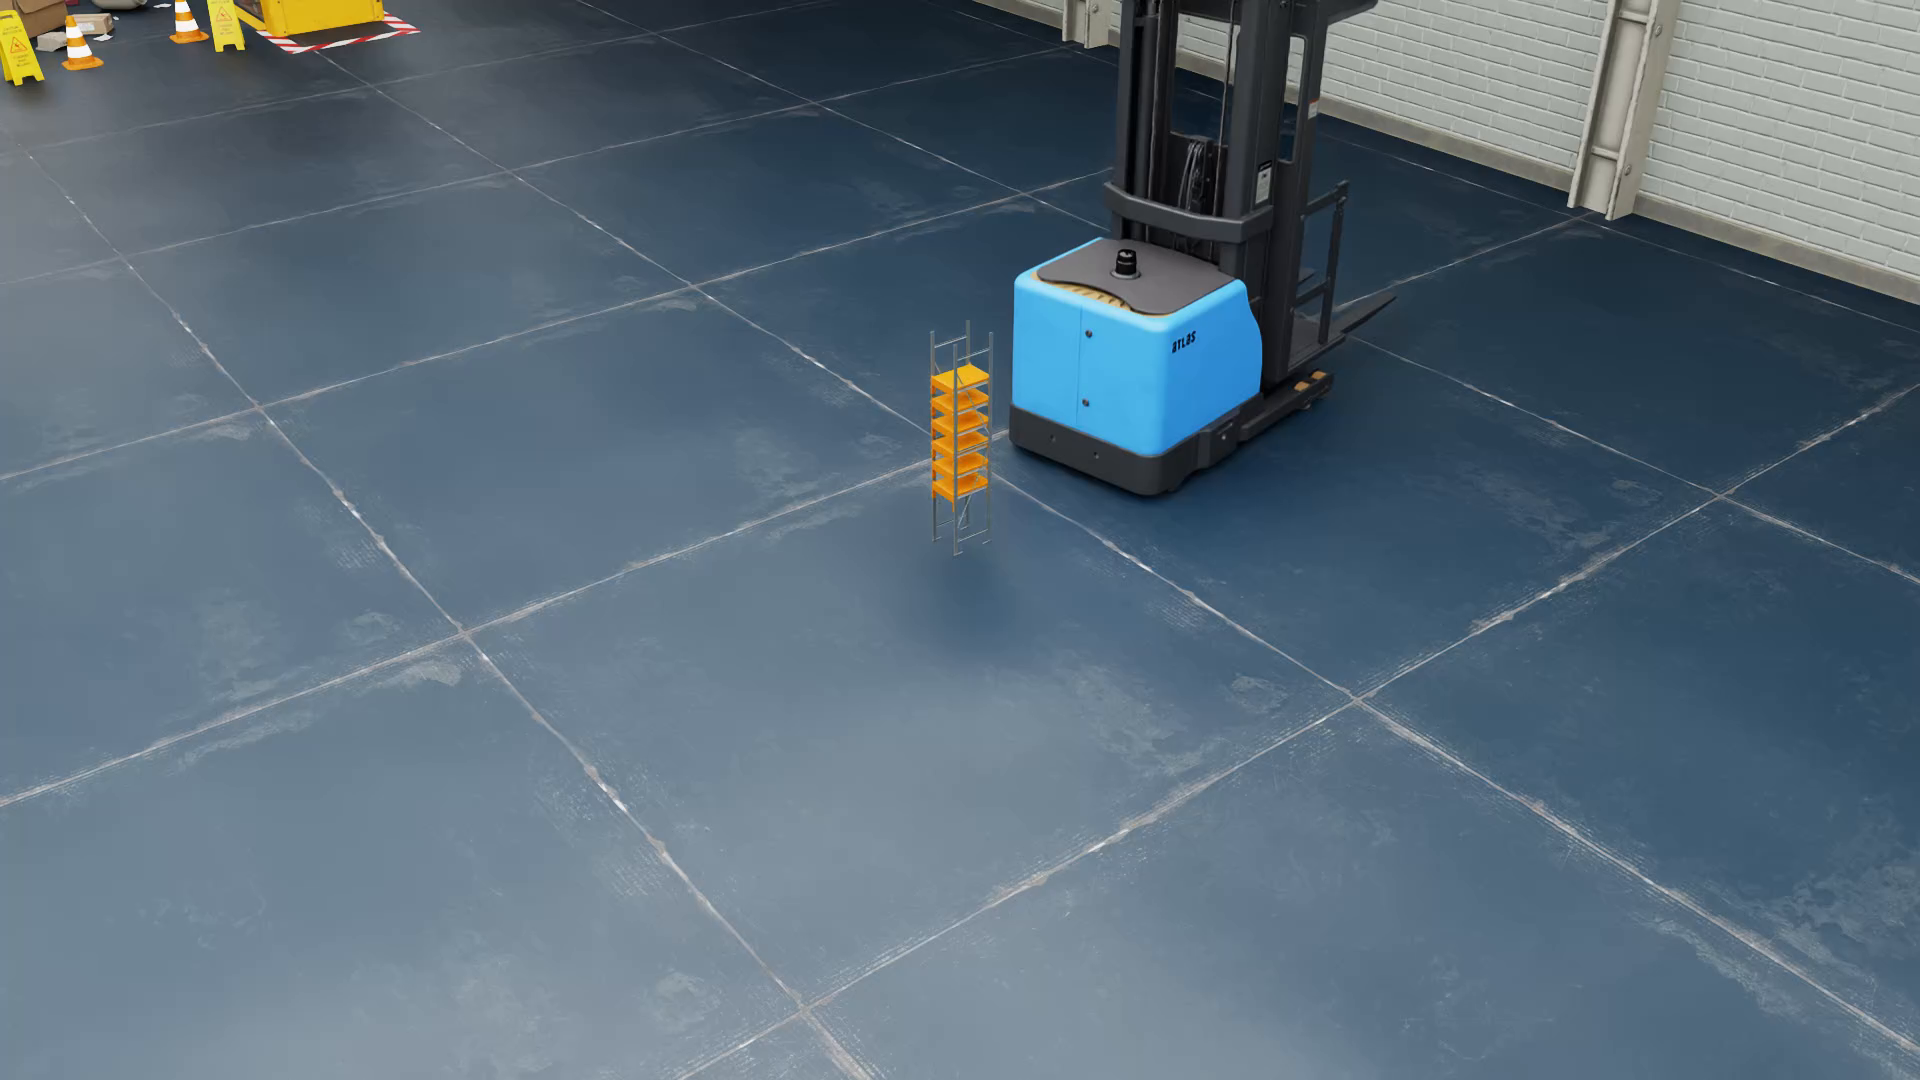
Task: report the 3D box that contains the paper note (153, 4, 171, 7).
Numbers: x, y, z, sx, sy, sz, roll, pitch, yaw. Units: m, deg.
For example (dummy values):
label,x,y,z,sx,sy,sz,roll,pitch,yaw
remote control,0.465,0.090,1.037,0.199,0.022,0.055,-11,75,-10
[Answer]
label,x,y,z,sx,sy,sz,roll,pitch,yaw
paper note,-8.671,-5.819,18.090,0.148,0.019,0.142,18,36,27

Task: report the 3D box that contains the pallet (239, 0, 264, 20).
label,x,y,z,sx,sy,sz,roll,pitch,yaw
pallet,-7.120,-5.848,17.966,1.003,0.211,1.213,-22,38,-31

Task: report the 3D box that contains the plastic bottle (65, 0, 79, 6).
label,x,y,z,sx,sy,sz,roll,pitch,yaw
plastic bottle,-9.746,-5.925,18.232,0.133,0.061,0.283,-16,35,-23

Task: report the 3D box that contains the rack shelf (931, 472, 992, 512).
label,x,y,z,sx,sy,sz,roll,pitch,yaw
rack shelf,0.009,-0.262,8.574,0.258,0.103,0.180,-22,38,-31

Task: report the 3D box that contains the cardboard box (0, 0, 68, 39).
label,x,y,z,sx,sy,sz,roll,pitch,yaw
cardboard box,-9.680,-5.503,17.134,0.637,0.503,0.797,6,32,10

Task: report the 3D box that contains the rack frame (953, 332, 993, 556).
label,x,y,z,sx,sy,sz,roll,pitch,yaw
rack frame,0.065,-0.466,8.362,0.240,1.200,0.006,-22,38,-31

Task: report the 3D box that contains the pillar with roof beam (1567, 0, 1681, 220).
label,x,y,z,sx,sy,sz,roll,pitch,yaw
pillar with roof beam,1.559,-4.995,8.263,9.100,9.000,0.400,-22,38,-31

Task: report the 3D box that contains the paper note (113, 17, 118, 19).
label,x,y,z,sx,sy,sz,roll,pitch,yaw
paper note,-8.972,-5.546,17.670,0.032,0.001,0.123,-22,38,-31

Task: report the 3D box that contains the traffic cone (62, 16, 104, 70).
label,x,y,z,sx,sy,sz,roll,pitch,yaw
traffic cone,-8.554,-4.834,16.095,0.336,0.463,0.334,-22,38,-31

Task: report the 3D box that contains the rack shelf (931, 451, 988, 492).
label,x,y,z,sx,sy,sz,roll,pitch,yaw
rack shelf,0.009,-0.364,8.510,0.258,0.103,0.180,-22,38,-31

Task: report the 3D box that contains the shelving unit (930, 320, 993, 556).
label,x,y,z,sx,sy,sz,roll,pitch,yaw
shelving unit,0.009,-0.504,8.424,0.258,1.200,0.189,-22,38,-31

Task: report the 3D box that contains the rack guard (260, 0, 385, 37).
label,x,y,z,sx,sy,sz,roll,pitch,yaw
rack guard,-6.650,-5.621,17.326,1.175,0.500,0.348,-22,38,-31

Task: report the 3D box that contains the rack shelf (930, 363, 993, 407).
label,x,y,z,sx,sy,sz,roll,pitch,yaw
rack shelf,0.009,-0.772,8.257,0.258,0.103,0.180,-22,38,-31

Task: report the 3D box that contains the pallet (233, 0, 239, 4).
label,x,y,z,sx,sy,sz,roll,pitch,yaw
pallet,-7.864,-6.356,18.784,1.003,0.211,1.213,-22,38,-31

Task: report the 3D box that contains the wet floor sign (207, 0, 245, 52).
label,x,y,z,sx,sy,sz,roll,pitch,yaw
wet floor sign,-7.332,-5.225,16.552,0.267,0.644,0.232,-10,33,-15

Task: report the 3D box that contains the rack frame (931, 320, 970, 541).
label,x,y,z,sx,sy,sz,roll,pitch,yaw
rack frame,-0.047,-0.542,8.485,0.240,1.200,0.006,-22,38,-31

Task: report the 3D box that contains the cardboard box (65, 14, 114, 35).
label,x,y,z,sx,sy,sz,roll,pitch,yaw
cardboard box,-9.002,-5.332,17.194,0.380,0.149,0.250,-4,32,-7

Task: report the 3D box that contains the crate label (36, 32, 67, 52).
label,x,y,z,sx,sy,sz,roll,pitch,yaw
crate label,-9.085,-5.003,16.676,0.298,0.136,0.250,12,34,19

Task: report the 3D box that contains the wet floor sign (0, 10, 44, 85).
label,x,y,z,sx,sy,sz,roll,pitch,yaw
wet floor sign,-8.869,-4.636,15.602,0.232,0.644,0.267,26,40,35

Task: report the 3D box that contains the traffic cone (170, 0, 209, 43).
label,x,y,z,sx,sy,sz,roll,pitch,yaw
traffic cone,-7.886,-5.335,16.901,0.336,0.463,0.334,-22,38,-31

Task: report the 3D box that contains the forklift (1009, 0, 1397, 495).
label,x,y,z,sx,sy,sz,roll,pitch,yaw
forklift,1.627,-2.186,9.492,1.130,2.935,3.031,25,39,34

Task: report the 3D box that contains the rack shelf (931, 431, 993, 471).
label,x,y,z,sx,sy,sz,roll,pitch,yaw
rack shelf,0.009,-0.466,8.447,0.258,0.103,0.180,-22,38,-31

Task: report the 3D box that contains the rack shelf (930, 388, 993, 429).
label,x,y,z,sx,sy,sz,roll,pitch,yaw
rack shelf,0.009,-0.670,8.321,0.258,0.103,0.180,-22,38,-31

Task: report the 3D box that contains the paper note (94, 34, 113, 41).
label,x,y,z,sx,sy,sz,roll,pitch,yaw
paper note,-8.755,-5.140,16.996,0.142,0.019,0.148,18,36,27

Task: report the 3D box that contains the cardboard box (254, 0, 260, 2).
label,x,y,z,sx,sy,sz,roll,pitch,yaw
cardboard box,-7.326,-5.921,17.649,0.500,0.250,0.500,-22,38,-32

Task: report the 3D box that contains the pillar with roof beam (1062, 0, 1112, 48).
label,x,y,z,sx,sy,sz,roll,pitch,yaw
pillar with roof beam,-2.121,-7.495,12.289,9.100,9.000,0.400,-22,38,-31

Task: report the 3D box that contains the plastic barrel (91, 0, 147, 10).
label,x,y,z,sx,sy,sz,roll,pitch,yaw
plastic barrel,-9.065,-5.927,17.893,0.512,0.421,0.421,1,32,2

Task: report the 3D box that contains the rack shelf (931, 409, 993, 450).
label,x,y,z,sx,sy,sz,roll,pitch,yaw
rack shelf,0.009,-0.568,8.384,0.258,0.103,0.180,-22,38,-31
